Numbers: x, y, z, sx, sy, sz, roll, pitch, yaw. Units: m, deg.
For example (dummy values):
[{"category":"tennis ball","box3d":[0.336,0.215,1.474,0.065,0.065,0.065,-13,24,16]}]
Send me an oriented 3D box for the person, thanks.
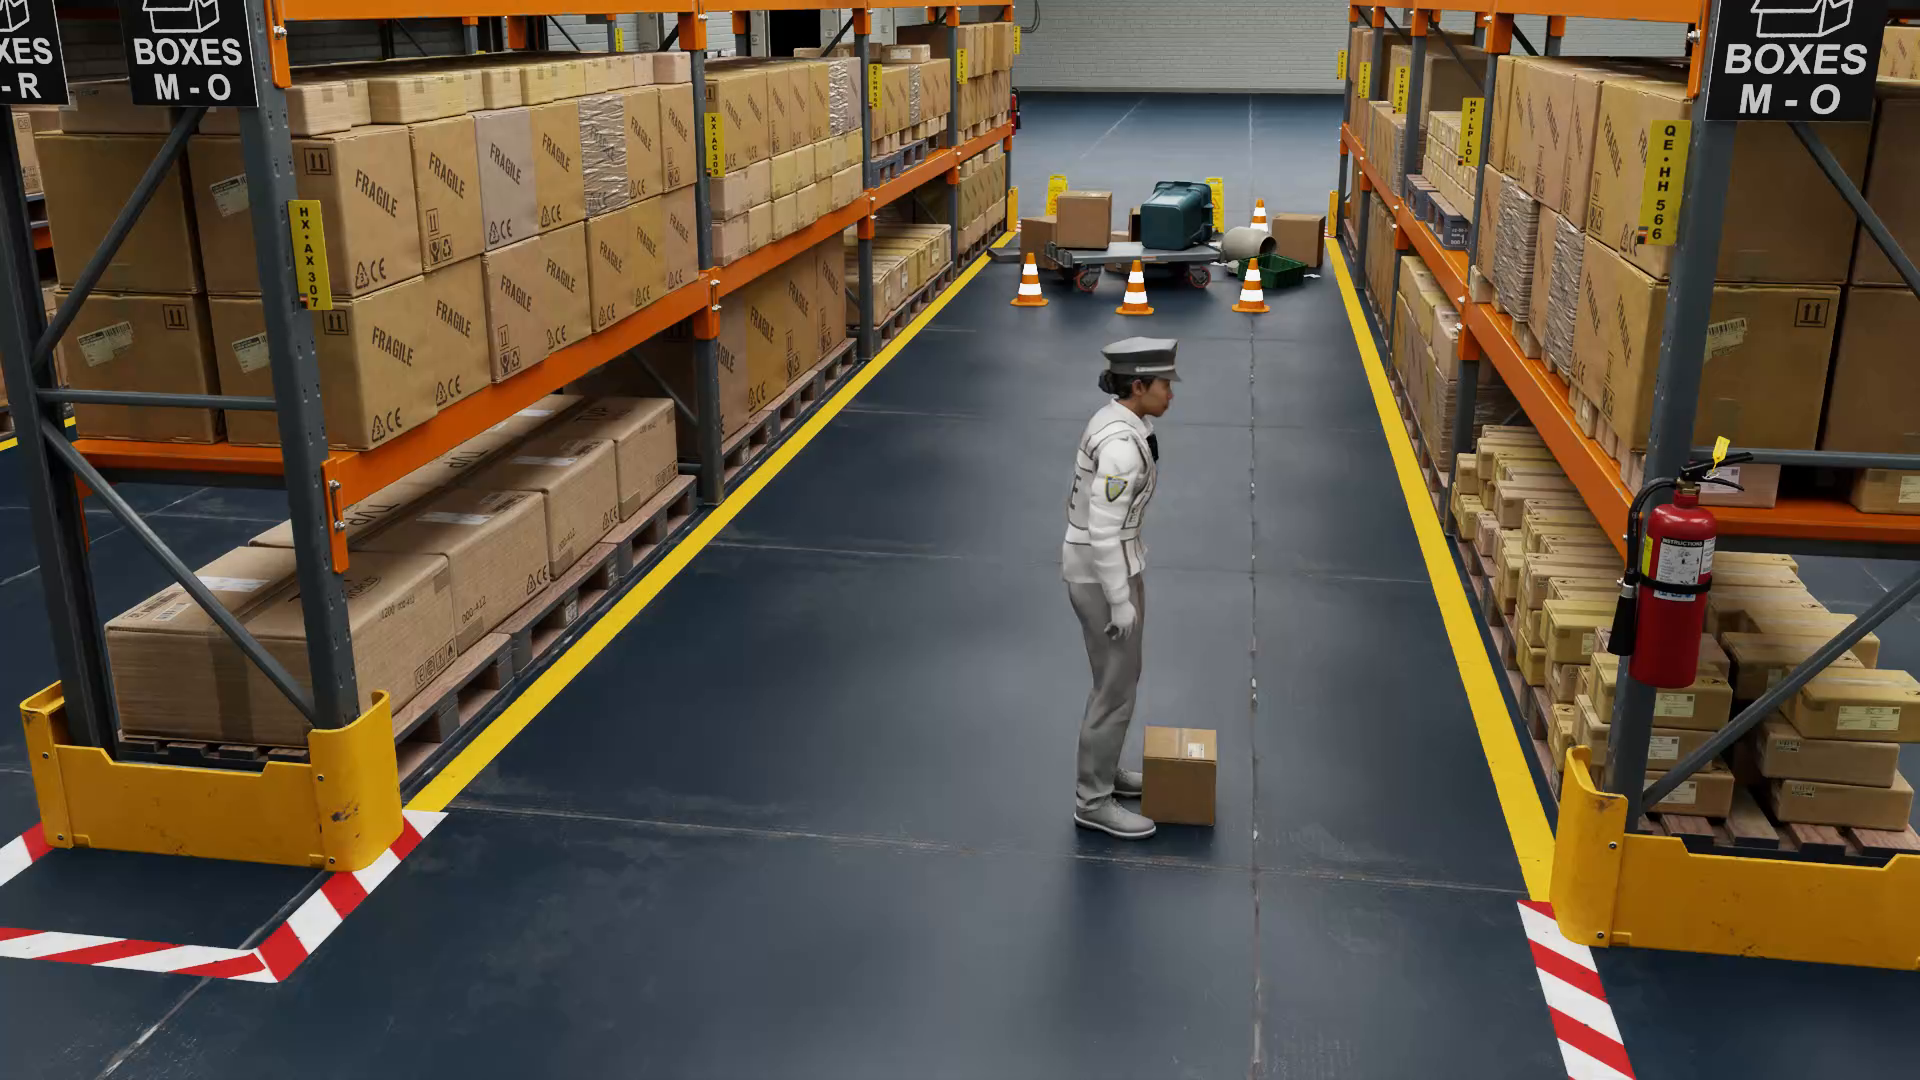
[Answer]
[{"category":"person","box3d":[0.531,0.141,5.614,0.378,1.663,0.531,3,18,8]}]
